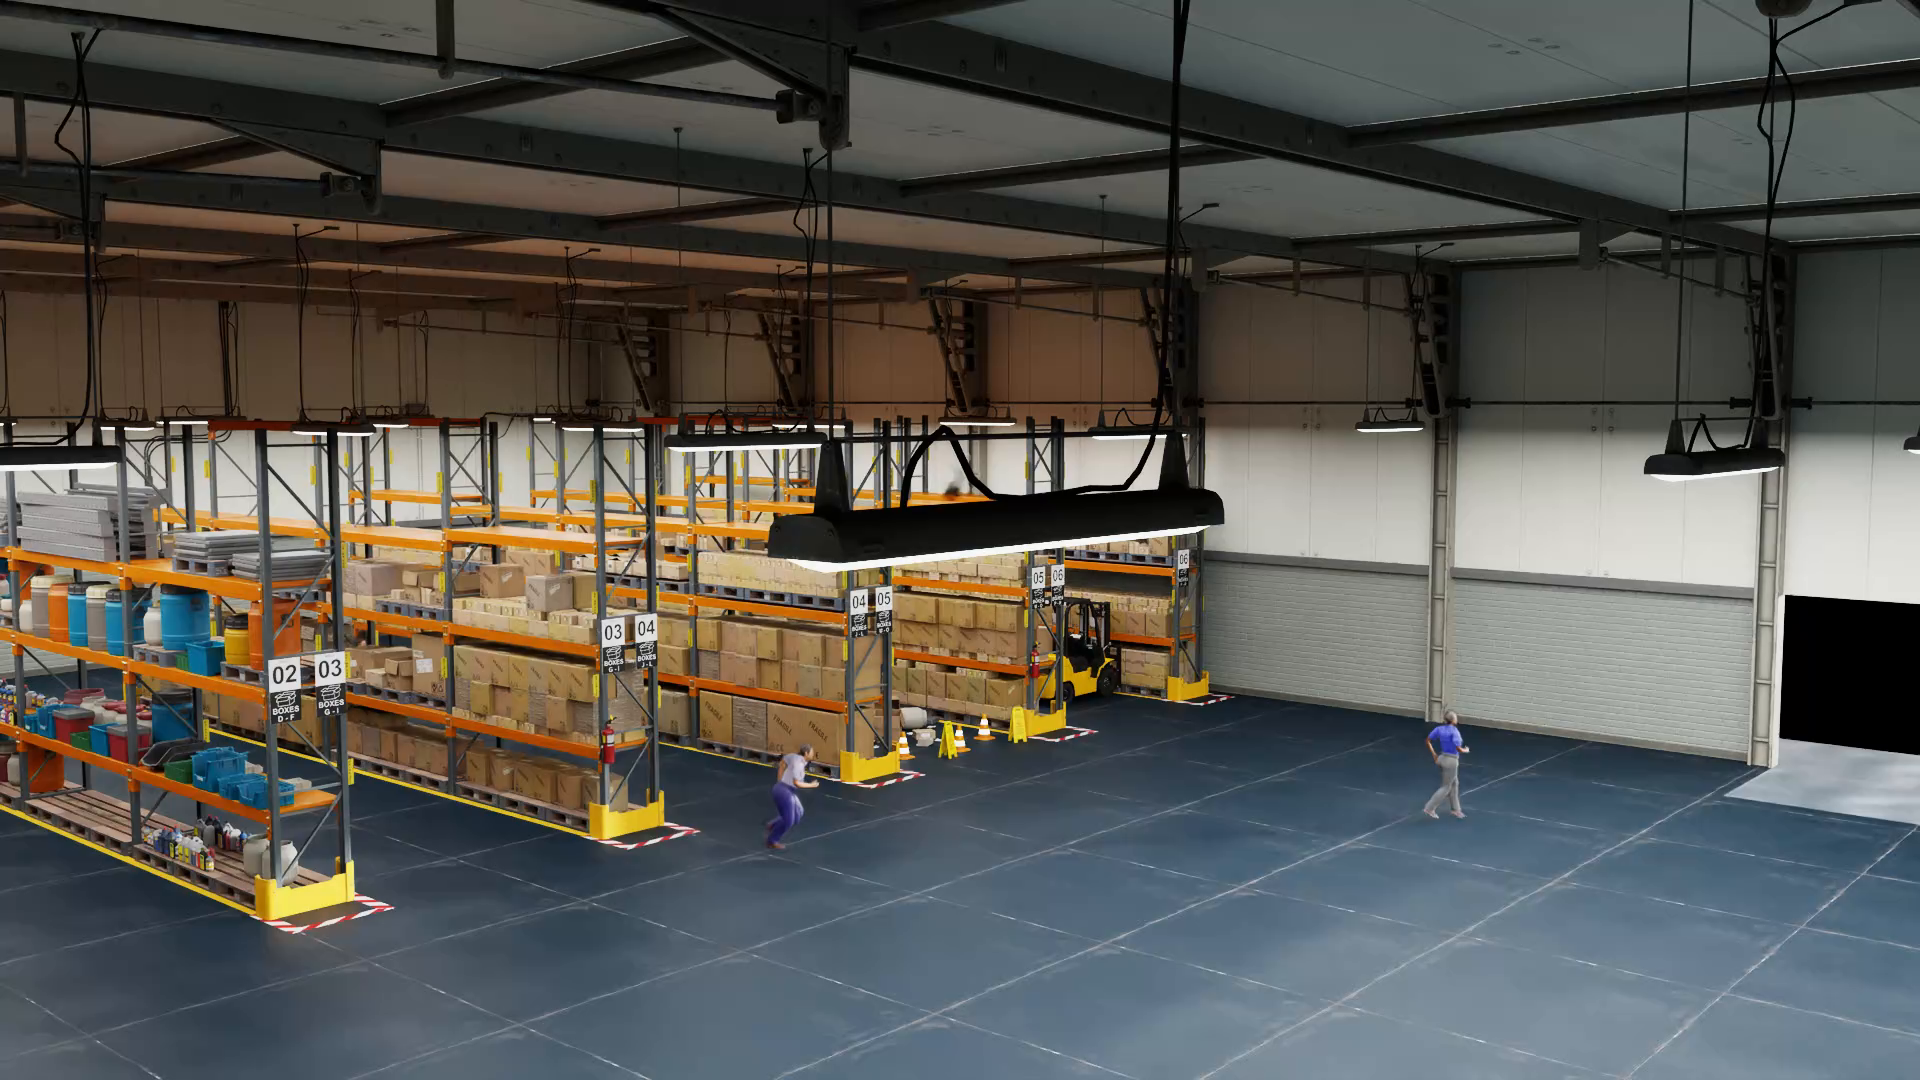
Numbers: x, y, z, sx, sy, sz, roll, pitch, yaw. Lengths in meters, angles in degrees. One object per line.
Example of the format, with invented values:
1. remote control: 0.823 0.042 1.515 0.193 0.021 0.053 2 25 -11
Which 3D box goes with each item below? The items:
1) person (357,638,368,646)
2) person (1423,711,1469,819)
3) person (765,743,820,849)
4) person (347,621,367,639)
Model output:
1. person: -11.899 2.765 33.098 0.733 1.631 0.572 3 5 29
2. person: 7.350 3.446 25.104 0.846 1.638 0.571 -2 5 -18
3. person: -2.393 3.641 23.678 0.787 1.474 0.623 -1 5 -8
4. person: -14.285 2.206 39.363 0.723 1.719 0.893 4 6 40
